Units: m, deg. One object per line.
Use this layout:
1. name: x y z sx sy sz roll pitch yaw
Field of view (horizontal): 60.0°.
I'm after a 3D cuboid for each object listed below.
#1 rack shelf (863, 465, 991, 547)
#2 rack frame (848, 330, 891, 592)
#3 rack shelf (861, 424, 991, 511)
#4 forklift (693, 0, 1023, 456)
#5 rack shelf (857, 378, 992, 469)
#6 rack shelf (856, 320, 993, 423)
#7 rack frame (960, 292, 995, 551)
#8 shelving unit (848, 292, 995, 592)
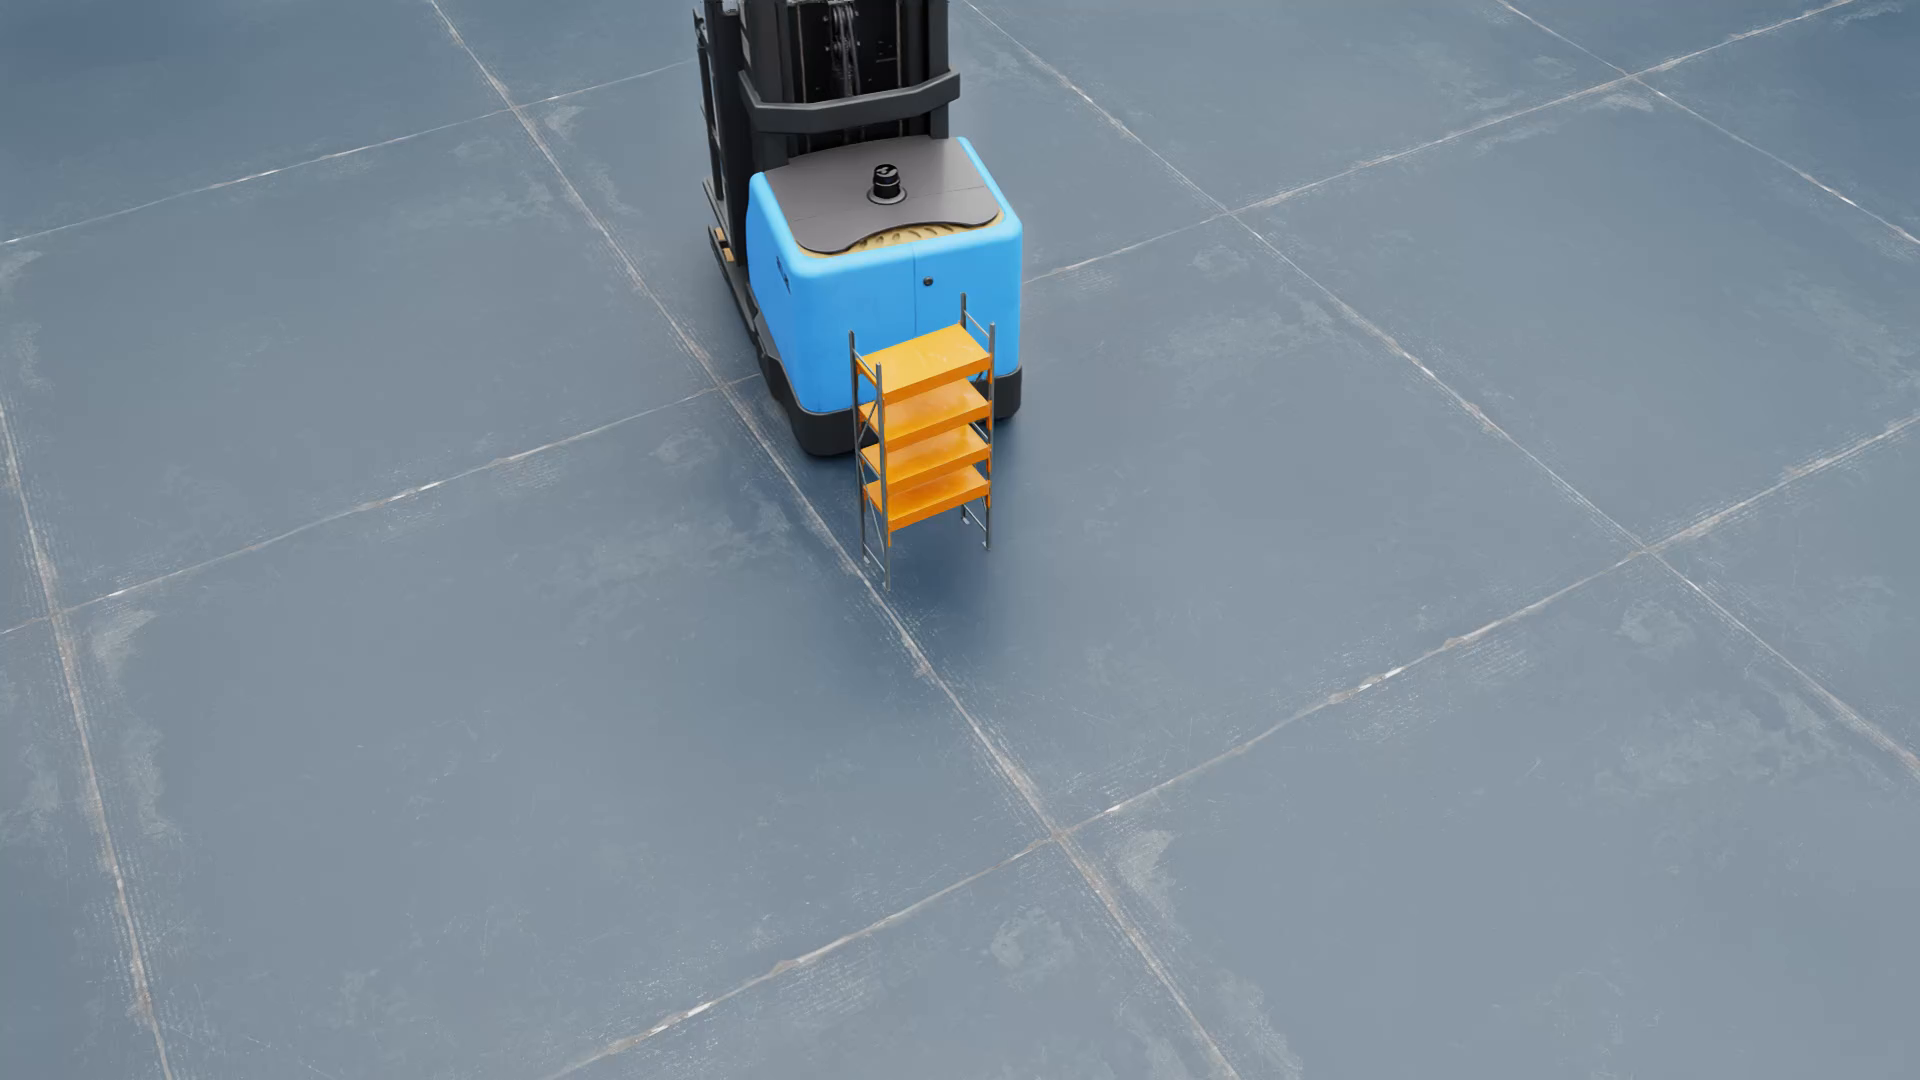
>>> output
1. rack shelf: -0.144 -0.182 6.887 0.480 0.148 0.258 -22 48 -21
2. rack frame: -0.355 -0.288 6.615 0.015 1.200 0.240 -22 48 -21
3. rack shelf: -0.144 -0.325 6.749 0.480 0.148 0.258 -22 48 -21
4. forklift: -0.669 -2.473 7.623 1.130 2.935 3.031 -13 46 -13
5. rack shelf: -0.144 -0.485 6.593 0.480 0.148 0.258 -22 48 -21
6. rack shelf: -0.144 -0.655 6.429 0.480 0.148 0.258 -22 48 -21
7. rack frame: 0.068 -0.458 6.790 0.015 1.200 0.240 -22 48 -21
8. shelving unit: -0.144 -0.373 6.702 0.503 1.200 0.258 -22 48 -21
